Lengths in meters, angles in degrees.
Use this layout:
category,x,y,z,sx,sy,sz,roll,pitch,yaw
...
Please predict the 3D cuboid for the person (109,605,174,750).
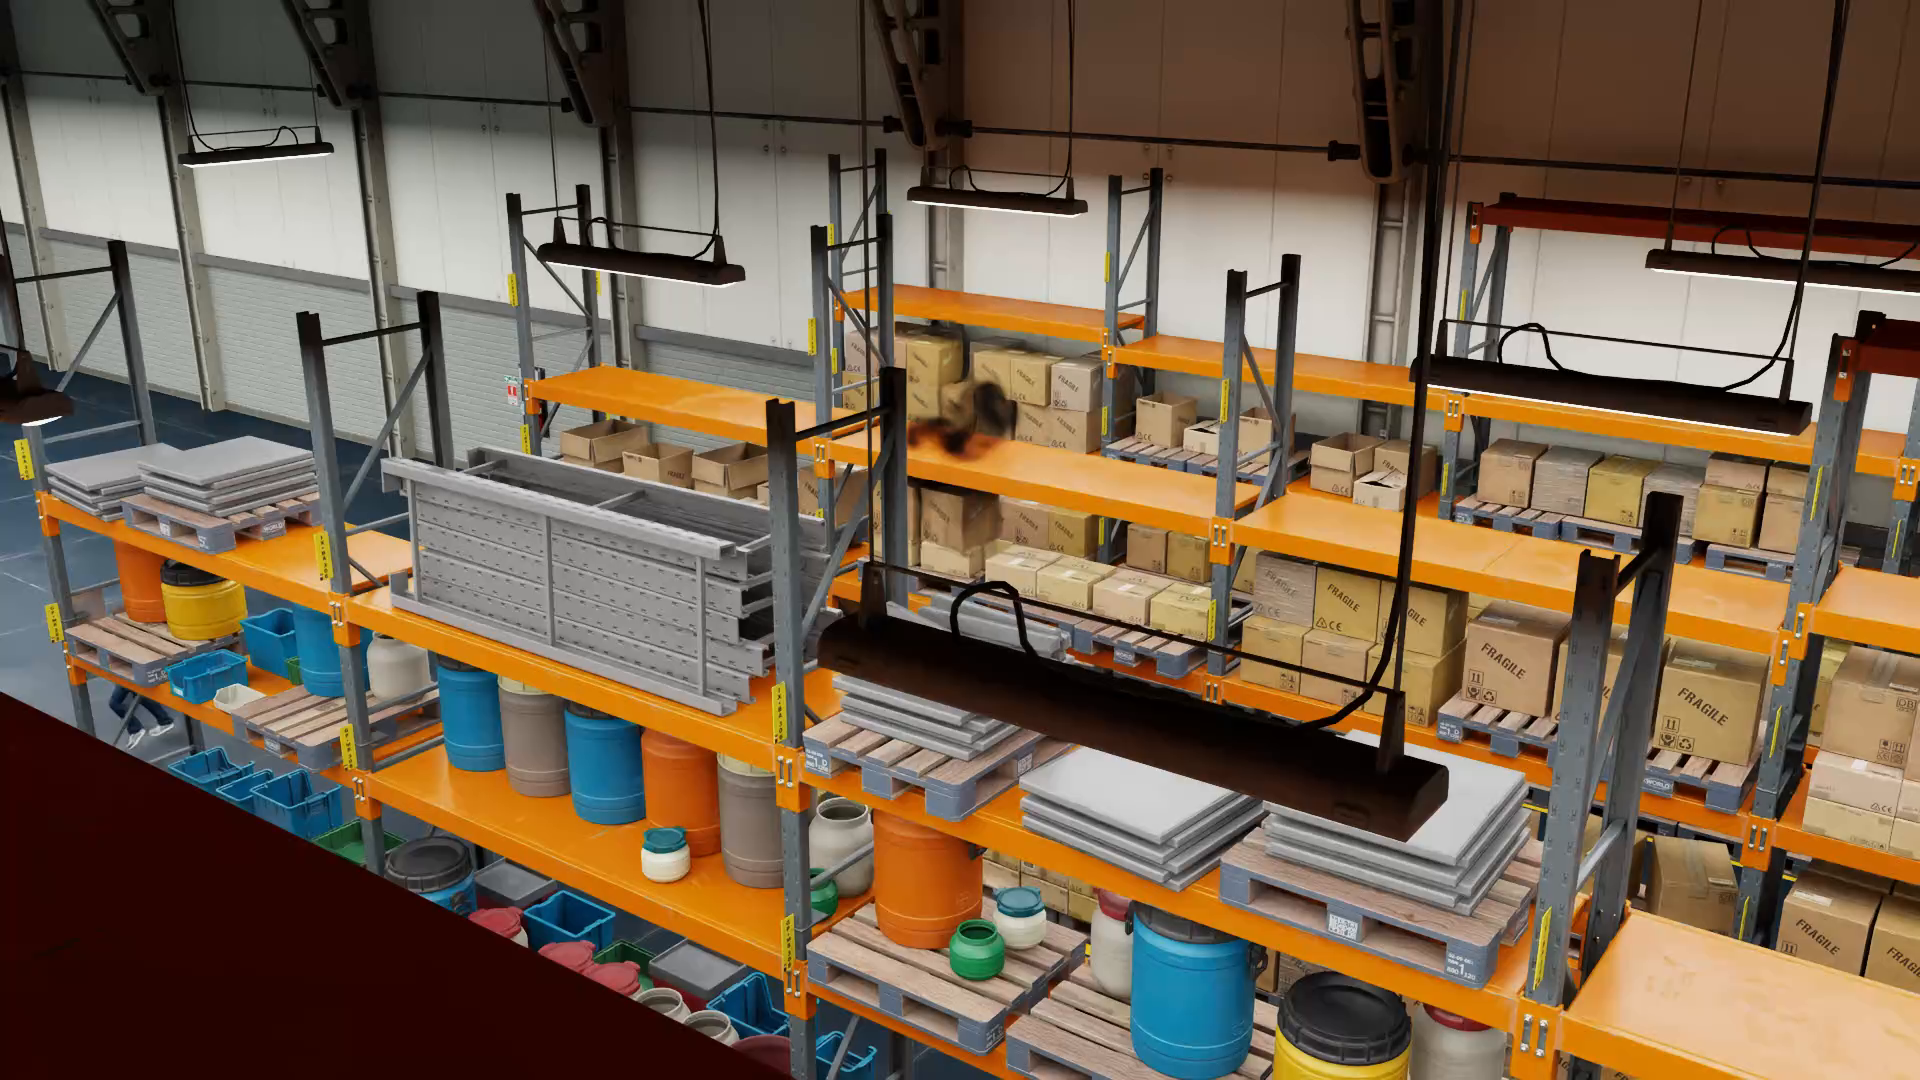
category,x,y,z,sx,sy,sz,roll,pitch,yaw
person,-9.048,1.485,18.157,0.686,1.622,0.505,-11,21,-30
